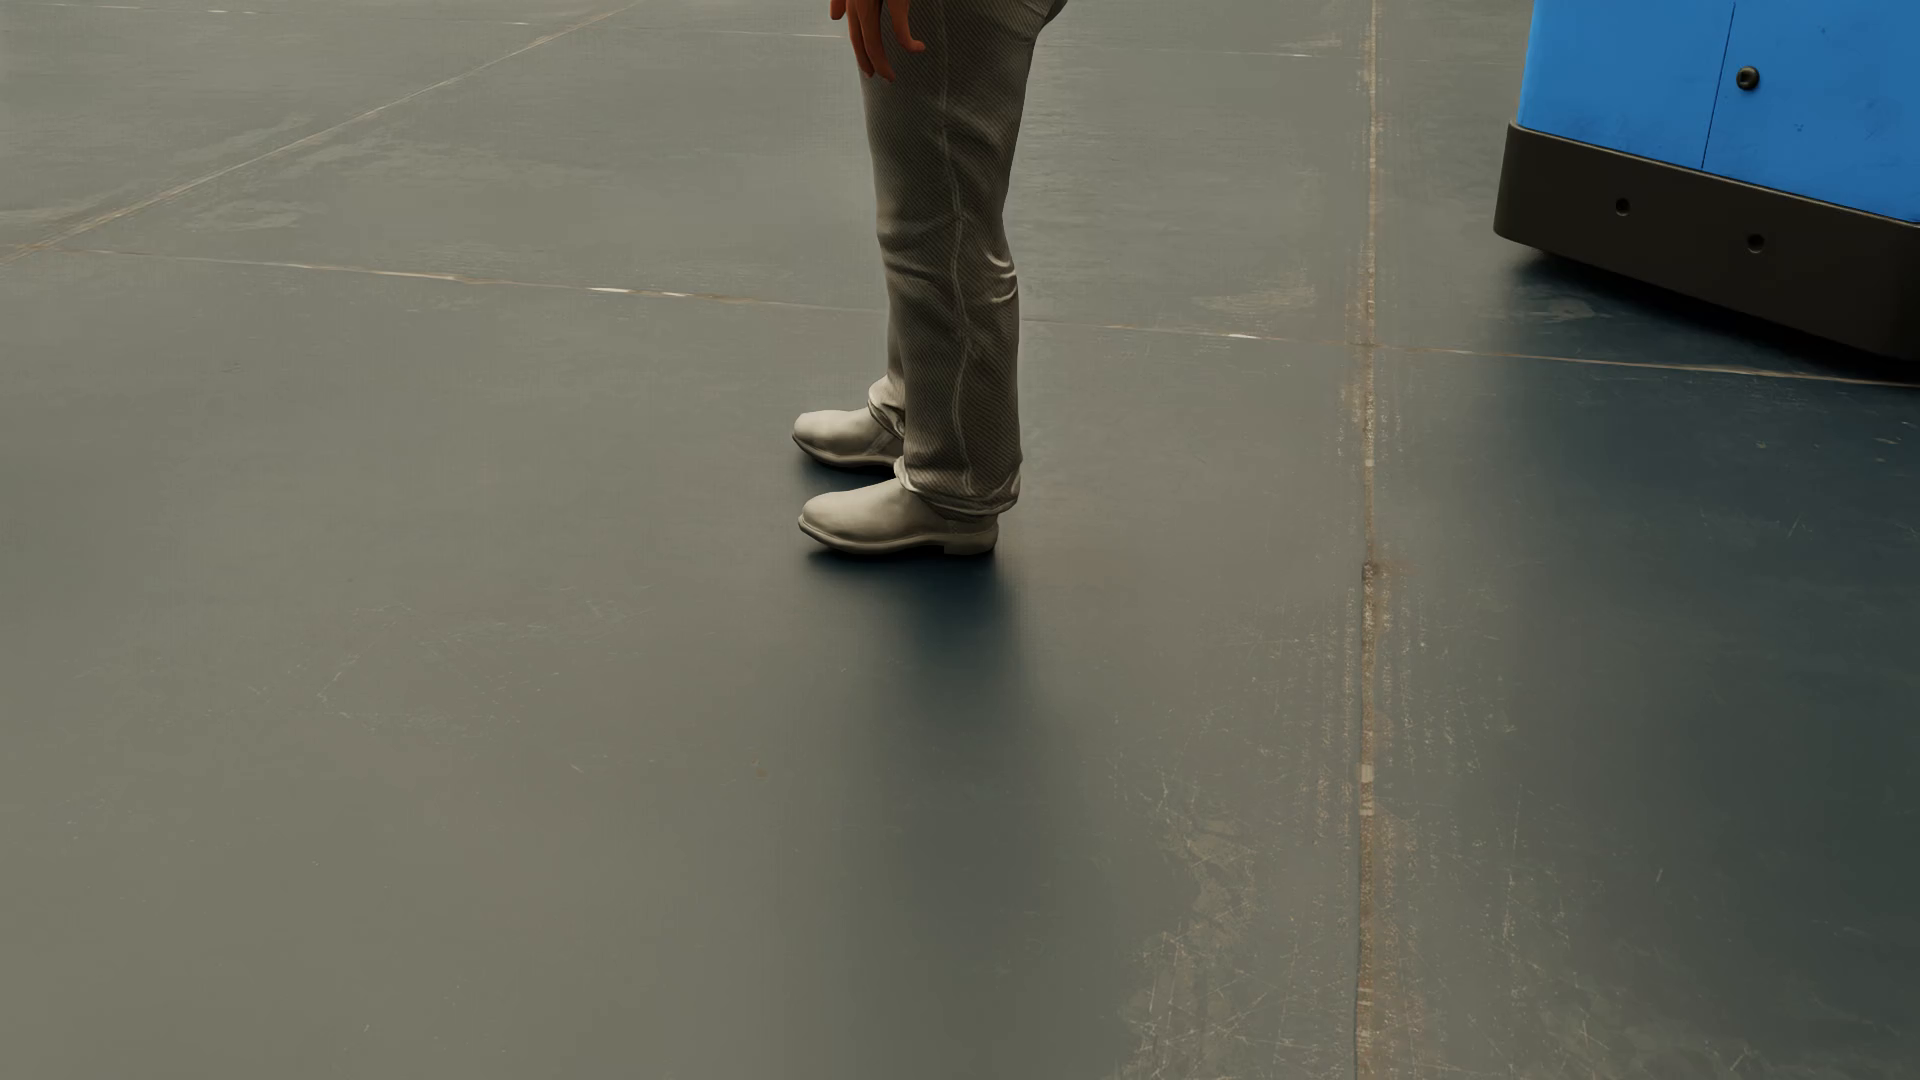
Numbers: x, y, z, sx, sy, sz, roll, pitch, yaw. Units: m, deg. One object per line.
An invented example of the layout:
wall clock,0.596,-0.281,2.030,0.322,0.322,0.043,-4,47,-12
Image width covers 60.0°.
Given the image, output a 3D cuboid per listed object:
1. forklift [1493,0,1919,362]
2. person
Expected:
forklift,2.708,-2.105,3.418,3.031,2.935,1.130,-16,31,-28
person,-0.058,-0.806,2.118,0.568,1.768,0.632,6,27,11
